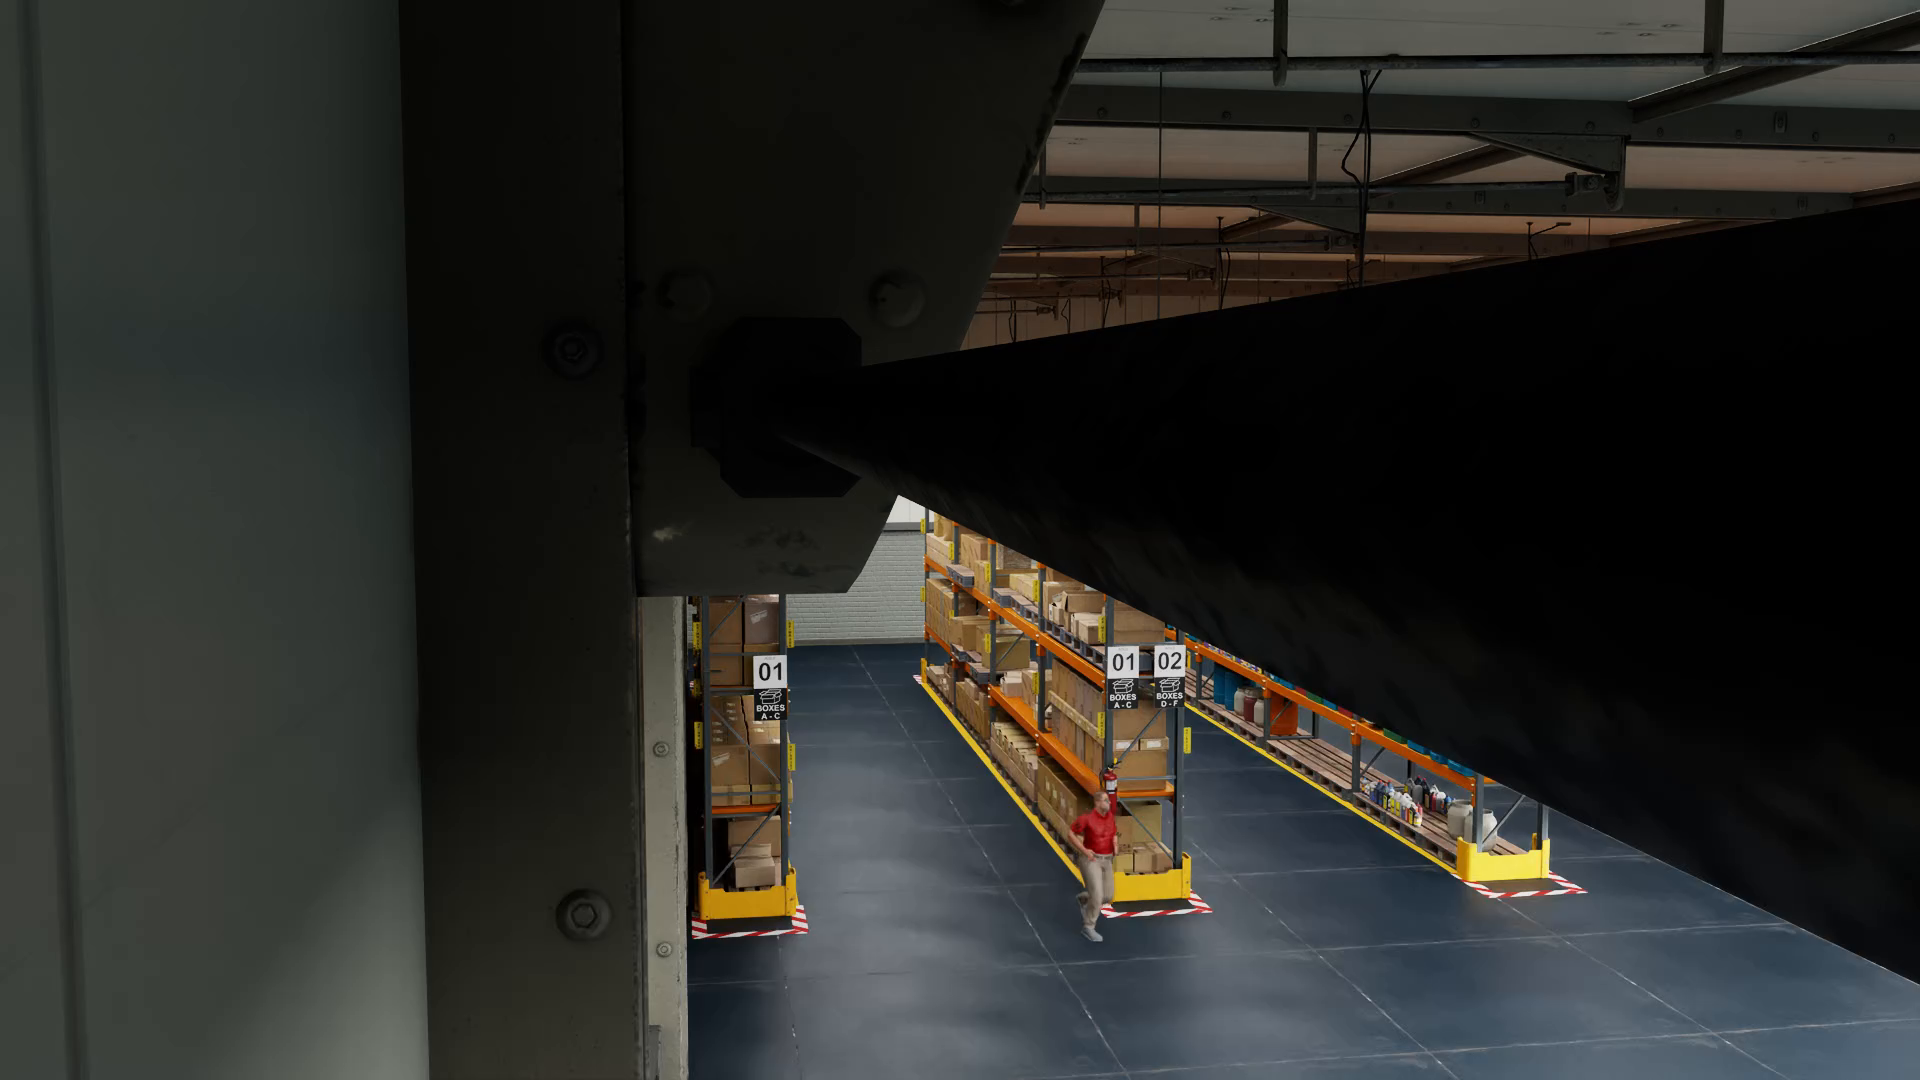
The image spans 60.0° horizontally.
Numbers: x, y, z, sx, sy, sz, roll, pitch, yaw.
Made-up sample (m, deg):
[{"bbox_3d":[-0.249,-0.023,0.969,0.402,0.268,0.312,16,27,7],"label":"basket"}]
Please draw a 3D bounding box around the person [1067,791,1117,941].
[{"bbox_3d":[1.606,3.799,19.618,0.677,1.668,0.703,-4,6,-38],"label":"person"}]
